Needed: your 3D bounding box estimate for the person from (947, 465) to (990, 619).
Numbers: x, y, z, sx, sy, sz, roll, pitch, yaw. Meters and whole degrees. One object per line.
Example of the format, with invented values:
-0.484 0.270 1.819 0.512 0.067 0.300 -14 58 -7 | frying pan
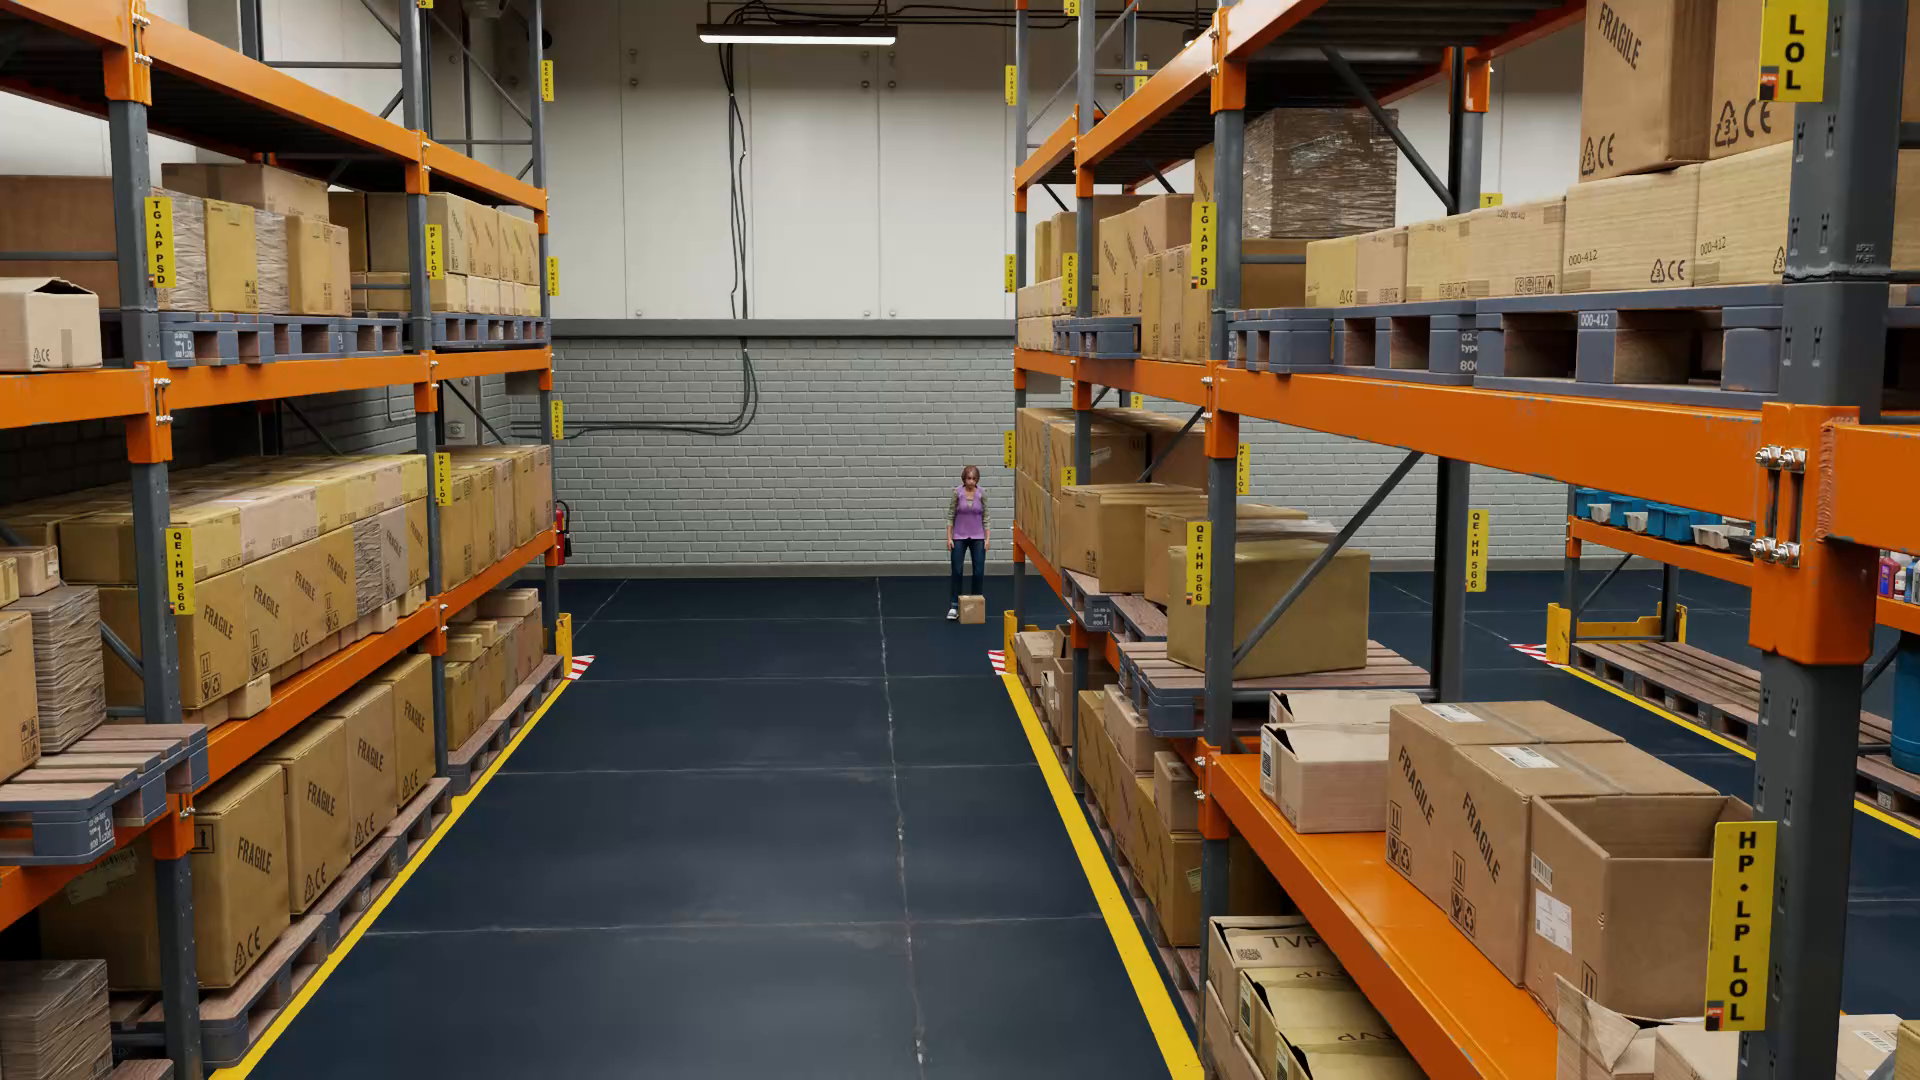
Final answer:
0.089 0.017 17.175 0.459 1.591 0.345 -1 7 -5 | person
